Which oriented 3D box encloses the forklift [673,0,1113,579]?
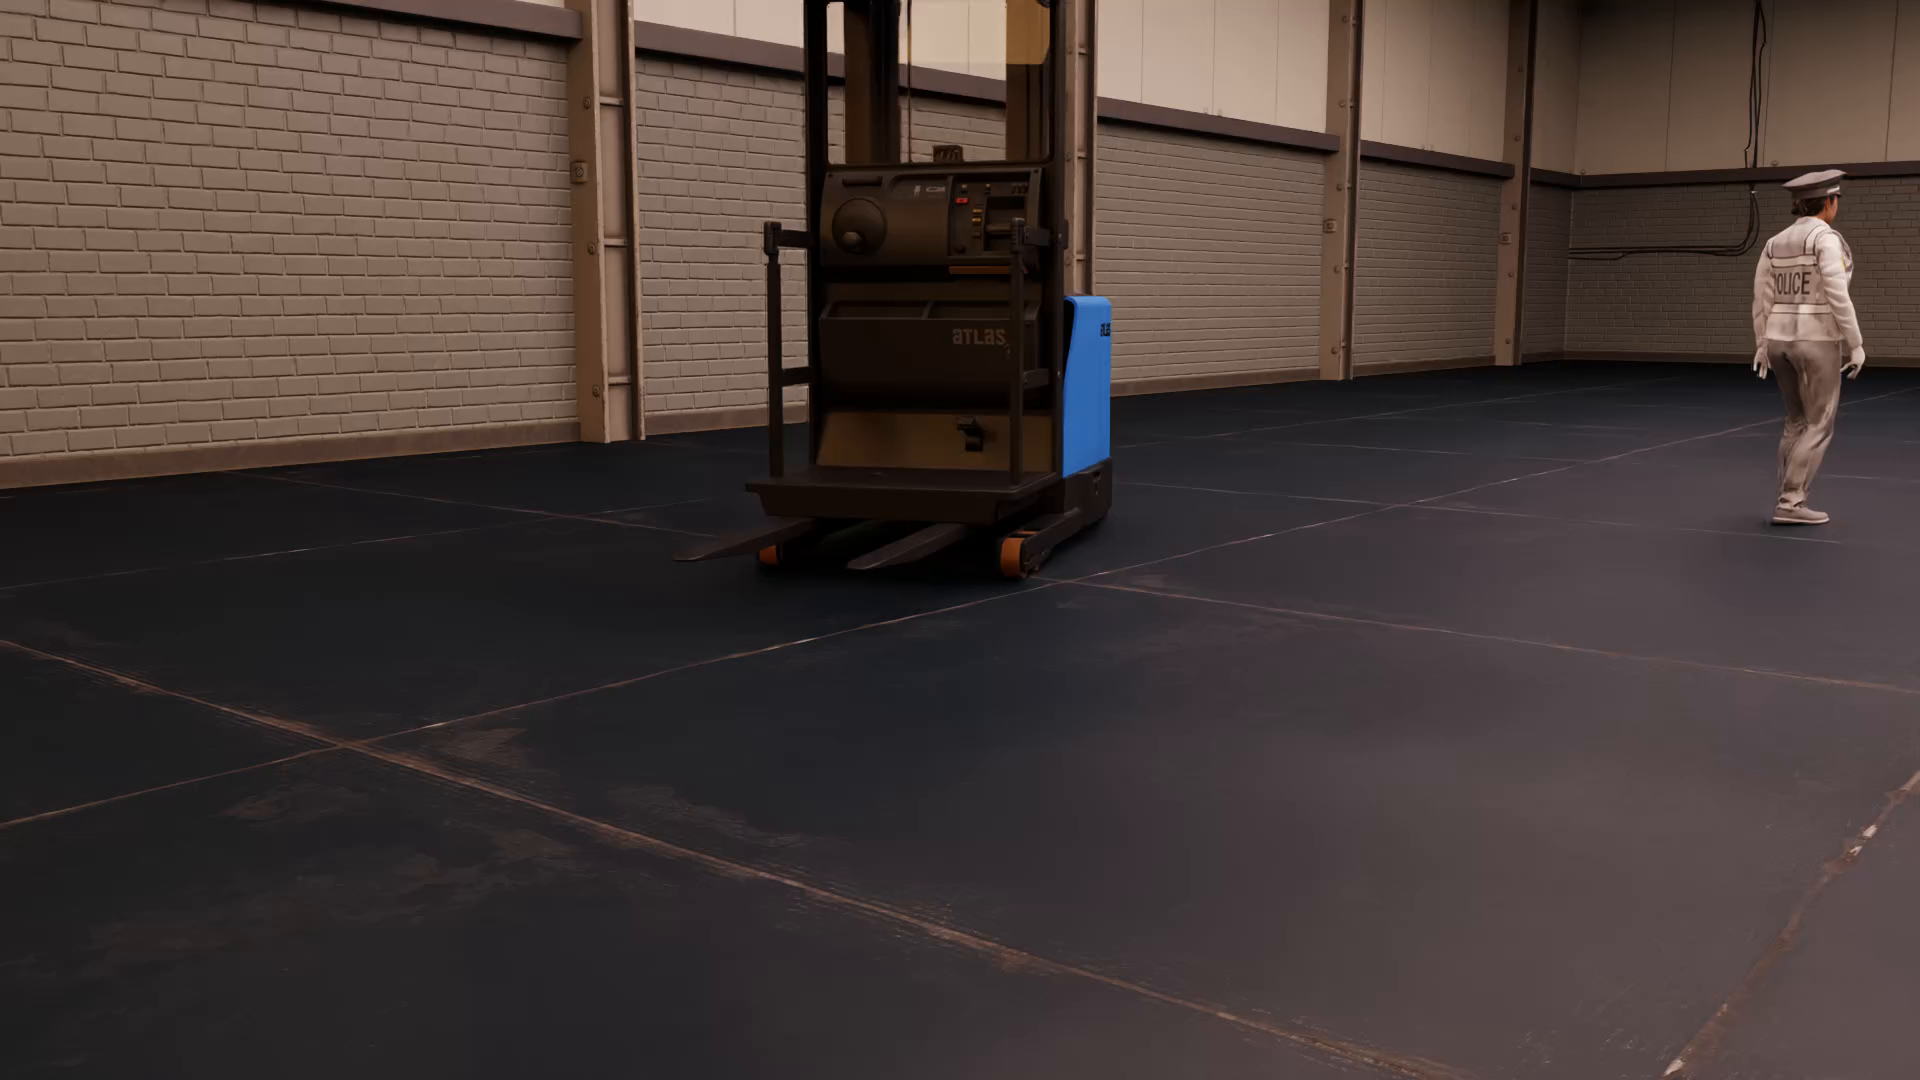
[{"bbox_3d":[-0.183,-1.362,6.593,1.130,2.935,3.031,3,9,17],"label":"forklift"}]

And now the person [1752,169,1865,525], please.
[{"bbox_3d":[4.082,-0.889,7.914,0.492,1.721,0.574,-2,9,-13],"label":"person"}]
